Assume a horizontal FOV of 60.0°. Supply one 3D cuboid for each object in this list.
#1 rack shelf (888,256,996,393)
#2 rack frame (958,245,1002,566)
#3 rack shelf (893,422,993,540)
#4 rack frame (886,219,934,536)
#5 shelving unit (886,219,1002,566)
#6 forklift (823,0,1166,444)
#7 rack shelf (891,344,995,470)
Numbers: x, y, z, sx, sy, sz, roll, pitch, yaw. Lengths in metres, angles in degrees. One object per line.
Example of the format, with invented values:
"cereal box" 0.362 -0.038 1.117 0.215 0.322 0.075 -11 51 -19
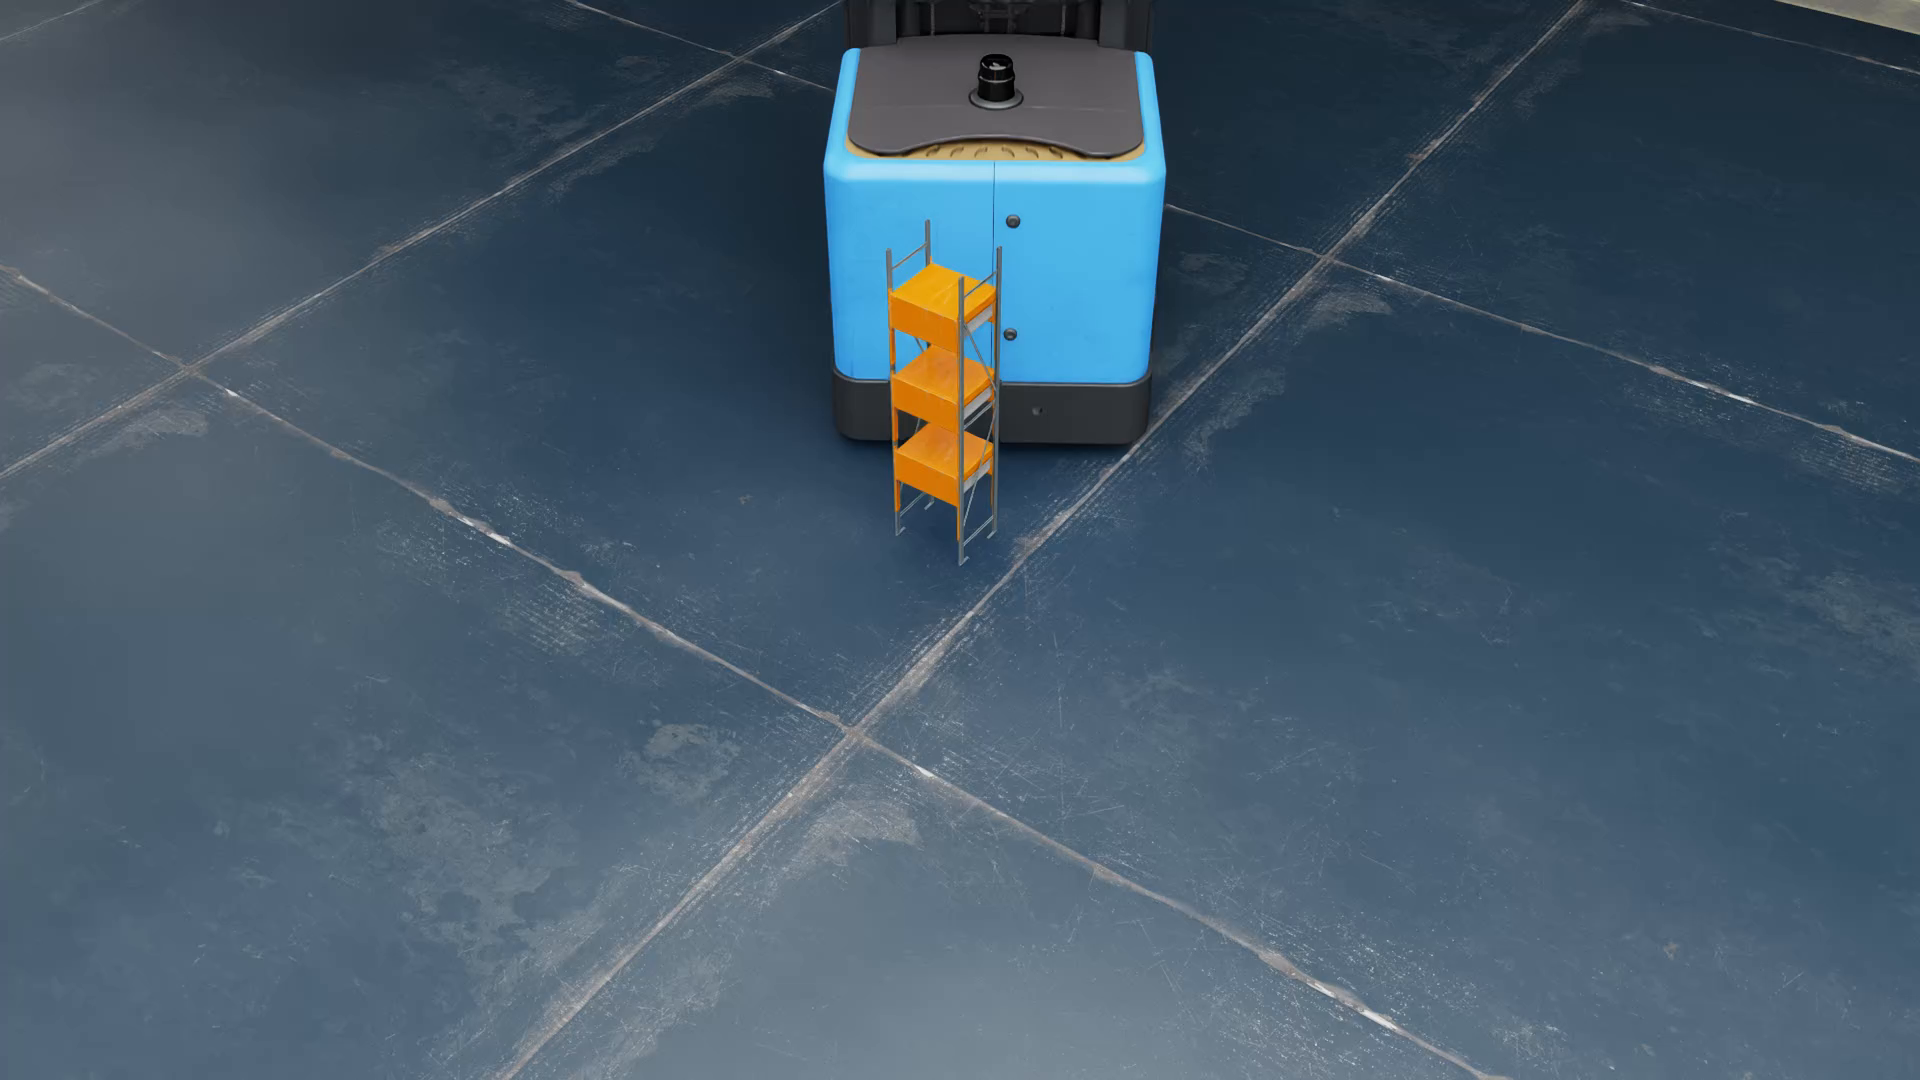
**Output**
"rack shelf" -0.044 -0.615 4.741 0.240 0.259 0.215 25 48 25
"rack frame" 0.056 -0.365 4.871 0.008 1.050 0.200 25 48 25
"rack shelf" -0.044 -0.197 5.115 0.240 0.259 0.215 25 48 25
"rack frame" -0.144 -0.458 4.975 0.008 1.050 0.200 25 48 25
"shelving unit" -0.044 -0.412 4.923 0.252 1.050 0.215 25 48 25
"forklift" 0.142 -2.371 5.702 1.130 2.935 3.031 1 42 1
"rack shelf" -0.044 -0.404 4.930 0.240 0.259 0.215 25 48 25
